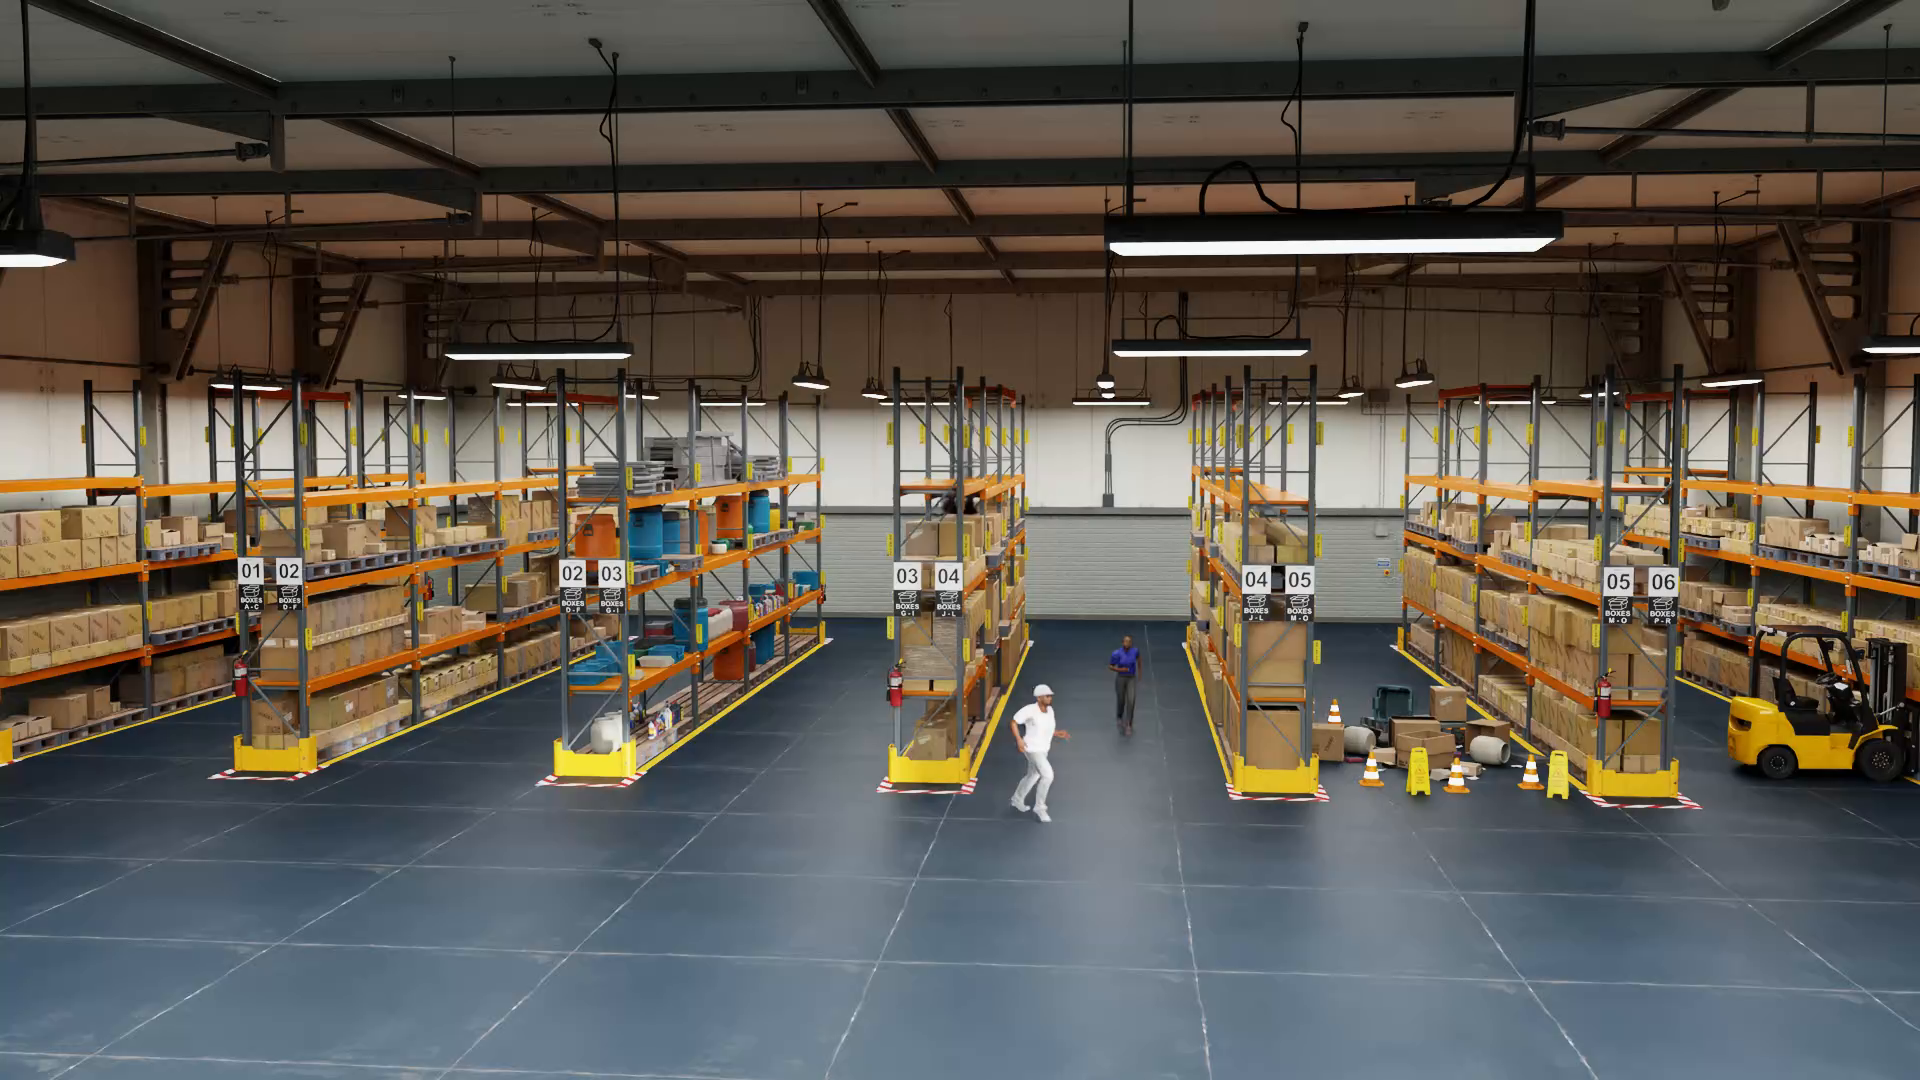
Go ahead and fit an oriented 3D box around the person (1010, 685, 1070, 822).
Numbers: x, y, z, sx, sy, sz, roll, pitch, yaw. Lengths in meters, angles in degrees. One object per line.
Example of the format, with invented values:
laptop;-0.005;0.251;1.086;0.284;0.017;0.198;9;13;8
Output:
person;1.015;2.792;21.826;0.861;1.814;0.626;2;4;32

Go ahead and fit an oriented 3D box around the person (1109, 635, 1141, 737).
person;2.799;2.442;28.177;0.600;1.681;0.918;0;4;-7
